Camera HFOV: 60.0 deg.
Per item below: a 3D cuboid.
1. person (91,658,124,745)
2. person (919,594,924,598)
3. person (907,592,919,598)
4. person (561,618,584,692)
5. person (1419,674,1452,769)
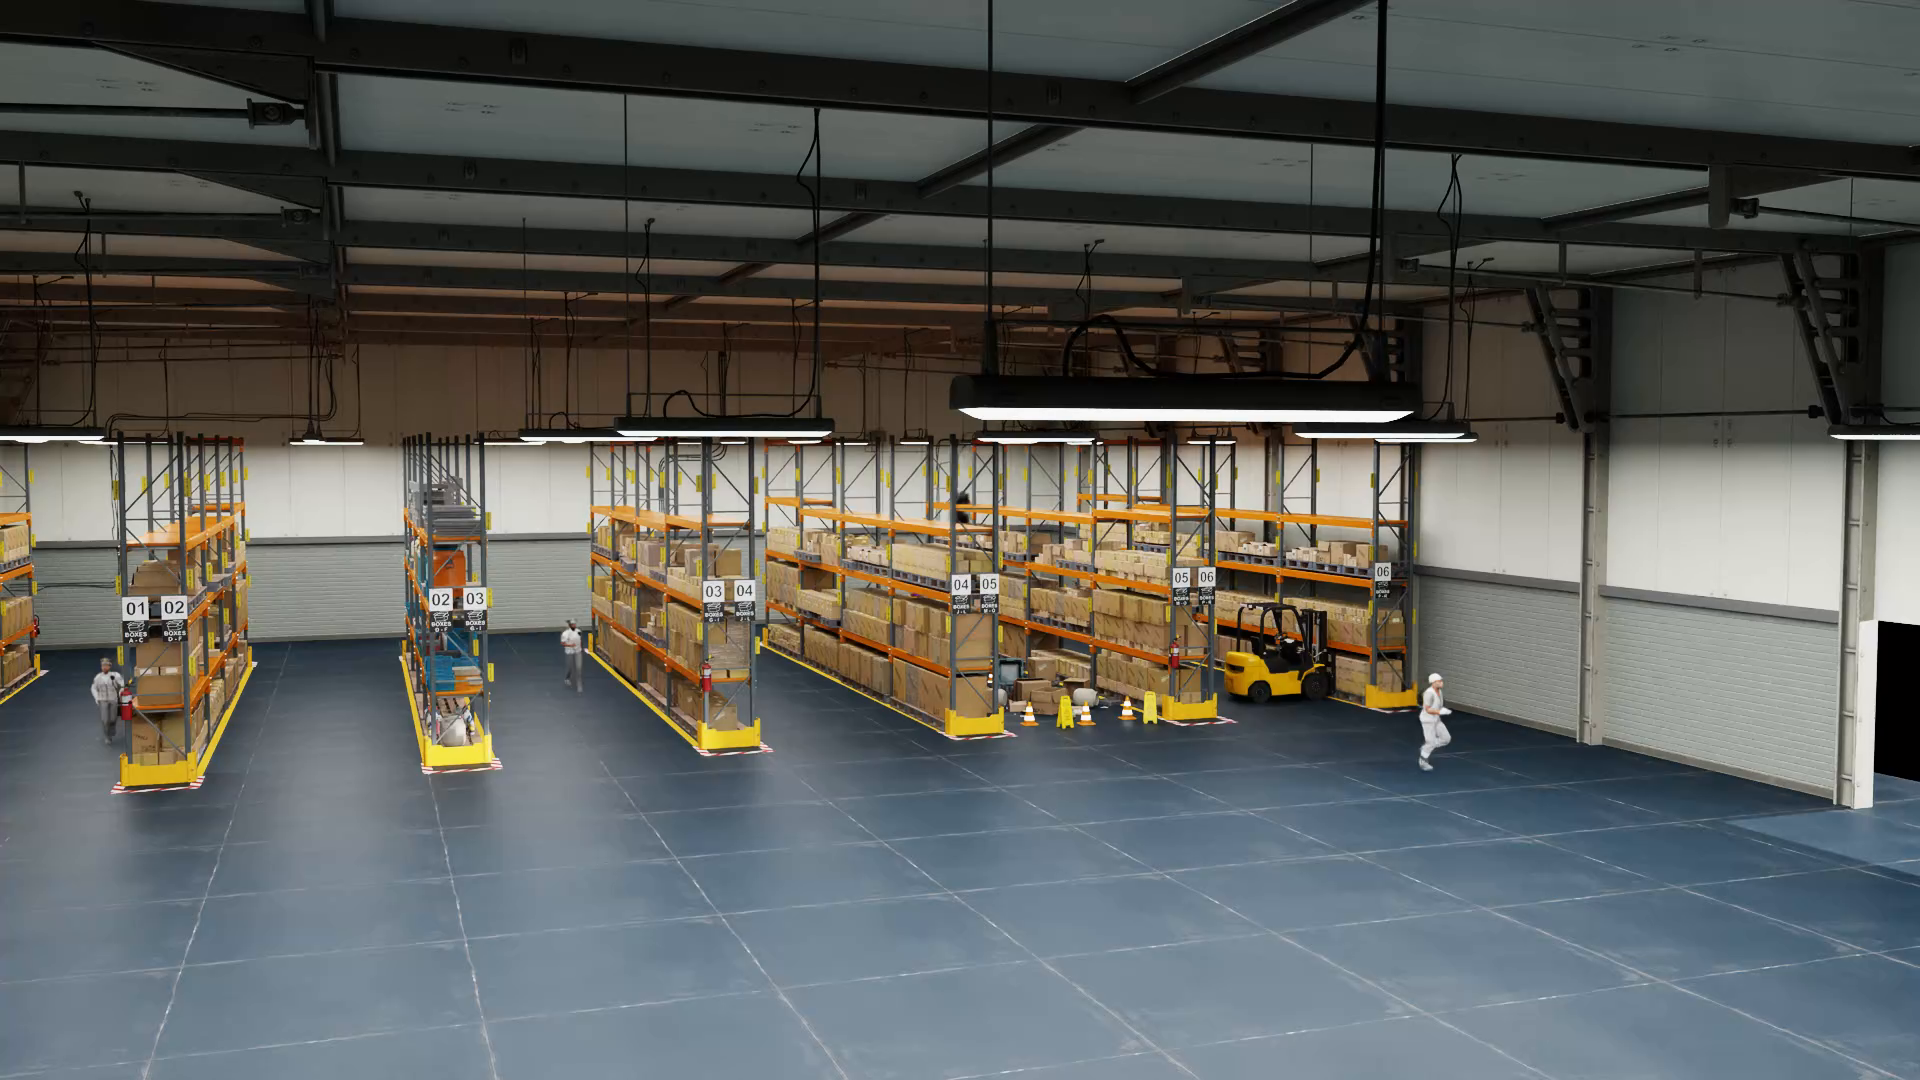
[{"bbox_3d":[-16.515,3.115,32.255,0.621,1.663,0.494,-1,3,-20],"label":"person"},{"bbox_3d":[-1.209,2.031,51.878,0.801,1.687,0.596,-2,4,-38],"label":"person"},{"bbox_3d":[-1.409,2.037,51.268,0.563,1.699,0.792,0,3,-4],"label":"person"},{"bbox_3d":[-9.139,2.687,39.248,0.573,1.707,0.932,-2,4,-31],"label":"person"},{"bbox_3d":[8.418,3.218,29.412,0.656,1.728,0.707,3,4,40],"label":"person"}]
